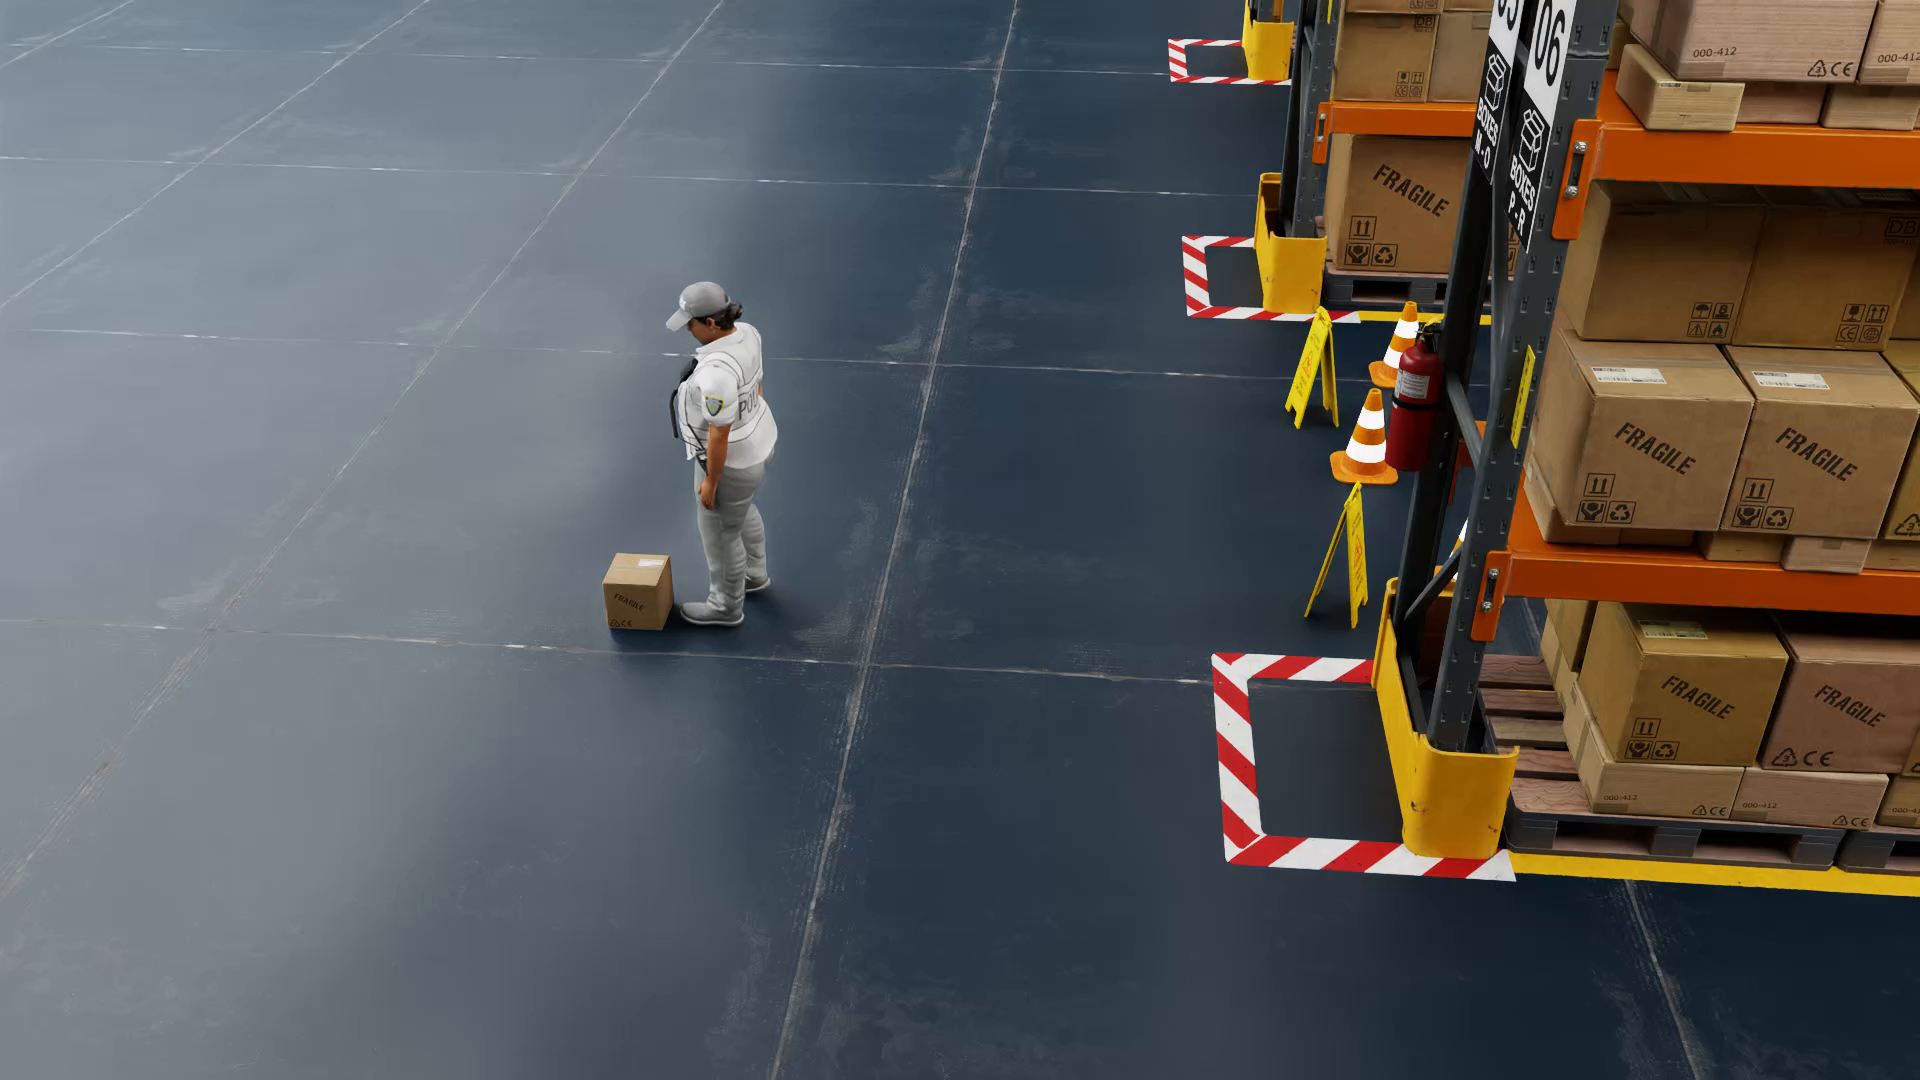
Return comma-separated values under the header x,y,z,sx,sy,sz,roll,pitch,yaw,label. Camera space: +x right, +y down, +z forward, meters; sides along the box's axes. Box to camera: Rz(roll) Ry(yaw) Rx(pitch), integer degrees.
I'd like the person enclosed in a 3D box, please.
x,y,z,sx,sy,sz,roll,pitch,yaw,label
-1.033,-0.347,7.226,0.476,1.706,0.561,5,33,8,person
